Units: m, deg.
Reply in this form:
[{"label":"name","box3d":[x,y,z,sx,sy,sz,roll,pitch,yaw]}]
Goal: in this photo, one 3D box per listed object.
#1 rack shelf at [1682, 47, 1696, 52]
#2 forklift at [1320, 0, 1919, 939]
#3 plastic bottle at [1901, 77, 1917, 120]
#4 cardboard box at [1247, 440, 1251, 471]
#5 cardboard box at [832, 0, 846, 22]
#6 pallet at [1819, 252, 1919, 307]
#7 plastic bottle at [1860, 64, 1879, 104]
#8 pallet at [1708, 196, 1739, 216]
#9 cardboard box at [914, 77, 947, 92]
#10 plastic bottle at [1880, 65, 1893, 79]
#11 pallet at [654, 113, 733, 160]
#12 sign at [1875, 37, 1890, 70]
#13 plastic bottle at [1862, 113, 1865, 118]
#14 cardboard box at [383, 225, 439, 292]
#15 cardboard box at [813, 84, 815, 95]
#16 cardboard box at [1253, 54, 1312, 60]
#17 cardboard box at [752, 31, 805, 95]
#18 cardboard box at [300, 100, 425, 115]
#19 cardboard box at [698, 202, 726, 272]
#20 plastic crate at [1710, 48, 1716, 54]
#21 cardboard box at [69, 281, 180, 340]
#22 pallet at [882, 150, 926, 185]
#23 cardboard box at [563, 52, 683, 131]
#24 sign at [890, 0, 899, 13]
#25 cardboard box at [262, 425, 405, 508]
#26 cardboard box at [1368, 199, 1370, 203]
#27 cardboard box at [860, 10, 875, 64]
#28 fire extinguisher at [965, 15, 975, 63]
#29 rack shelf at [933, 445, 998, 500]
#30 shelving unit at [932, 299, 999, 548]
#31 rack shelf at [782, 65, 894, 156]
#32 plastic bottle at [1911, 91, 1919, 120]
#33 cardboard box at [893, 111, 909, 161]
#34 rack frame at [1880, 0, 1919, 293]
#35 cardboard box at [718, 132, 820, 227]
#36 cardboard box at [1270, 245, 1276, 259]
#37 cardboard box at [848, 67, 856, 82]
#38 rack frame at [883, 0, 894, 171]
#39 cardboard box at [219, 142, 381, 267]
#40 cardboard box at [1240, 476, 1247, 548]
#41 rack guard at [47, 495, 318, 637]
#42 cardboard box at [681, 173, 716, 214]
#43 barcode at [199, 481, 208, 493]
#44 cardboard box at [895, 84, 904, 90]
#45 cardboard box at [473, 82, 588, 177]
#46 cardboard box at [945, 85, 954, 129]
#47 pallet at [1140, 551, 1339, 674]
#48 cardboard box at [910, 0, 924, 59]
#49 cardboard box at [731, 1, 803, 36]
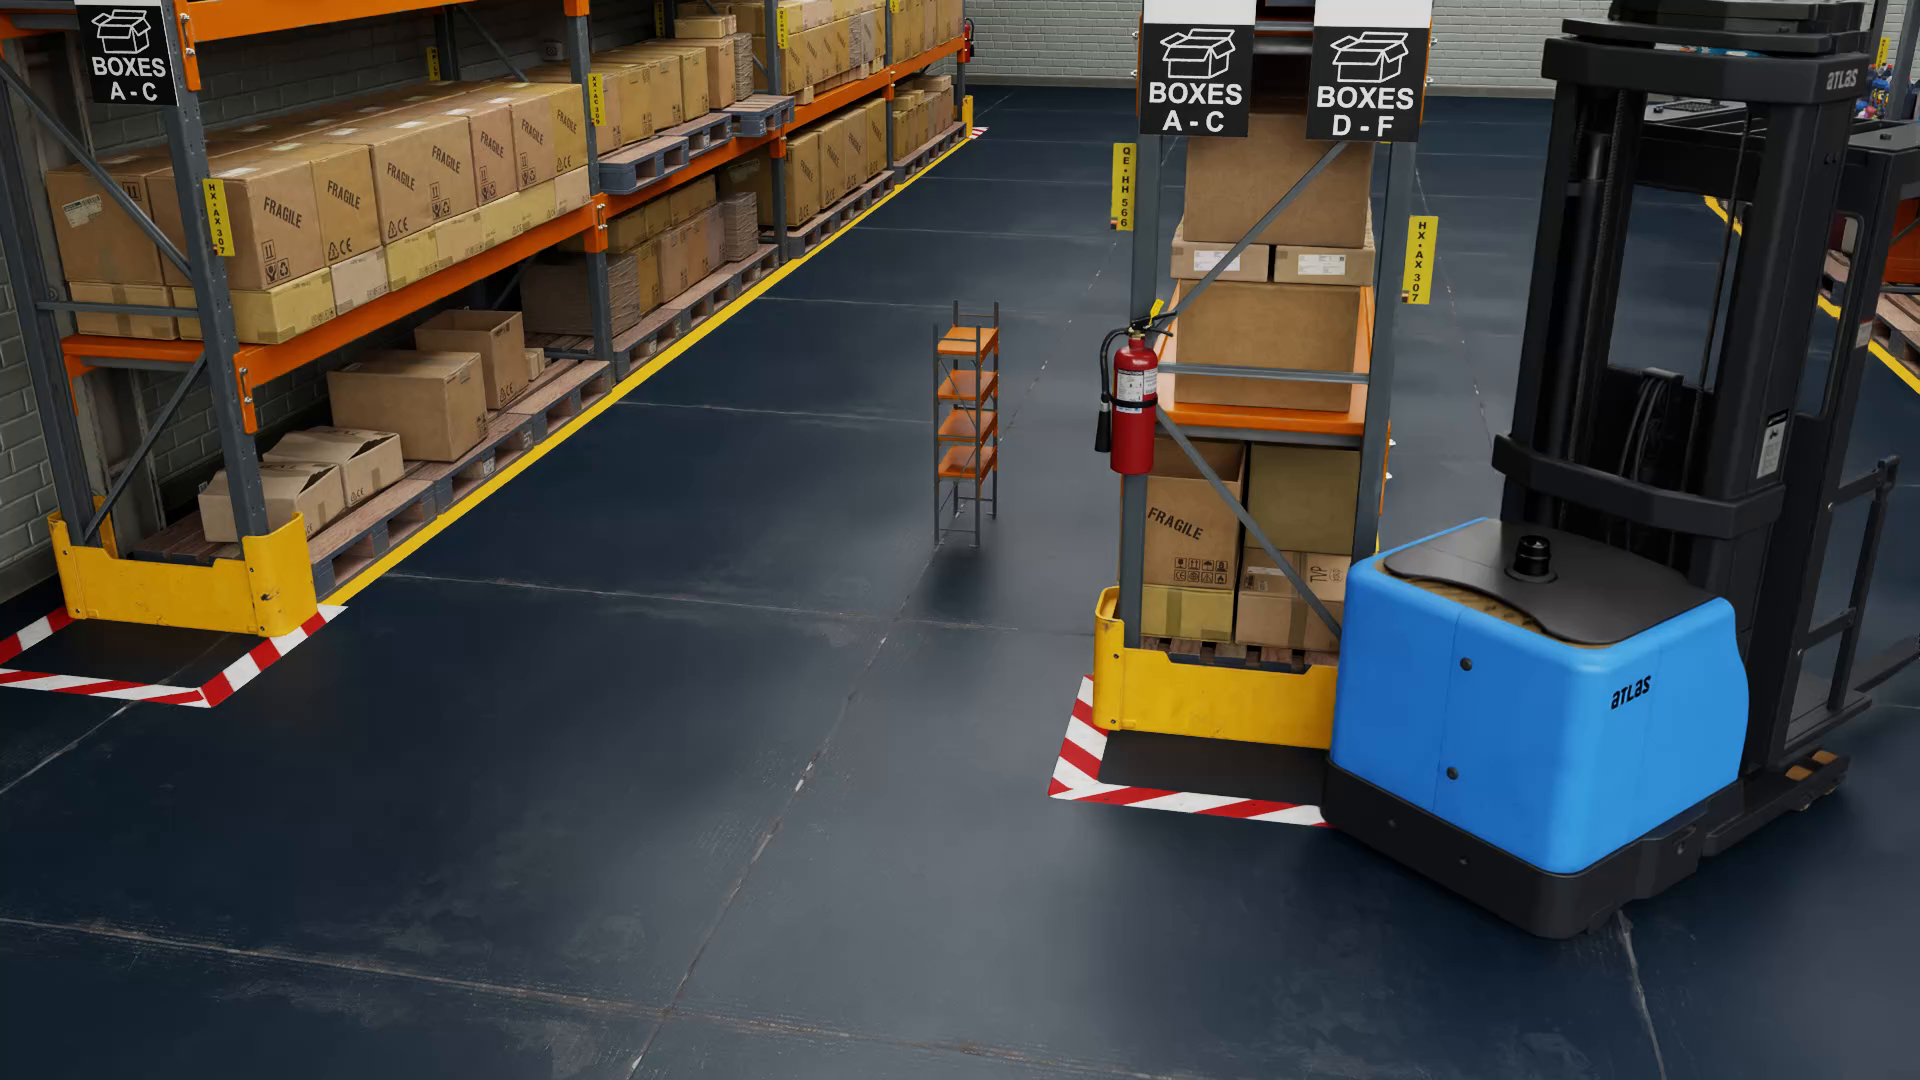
[{"label":"rack shelf","box3d":[8.858,-5.046,18.329,1.077,0.370,4.000,4,22,11]},{"label":"forklift","box3d":[2.808,-0.475,6.109,3.031,2.935,1.130,-16,27,-35]},{"label":"plastic bottle","box3d":[8.182,-3.823,14.398,0.144,0.351,0.185,4,22,11]},{"label":"cardboard box","box3d":[1.264,-0.674,8.626,0.500,0.500,0.500,4,22,11]},{"label":"cardboard box","box3d":[-1.414,-5.195,16.175,0.500,0.250,0.500,4,22,10]},{"label":"pallet","box3d":[7.754,-2.183,13.991,1.003,0.211,1.213,4,22,11]},{"label":"plastic bottle","box3d":[8.404,-4.207,15.351,0.144,0.351,0.185,4,22,11]},{"label":"pallet","box3d":[8.562,-3.626,17.575,1.003,0.211,1.213,4,22,11]},{"label":"cardboard box","box3d":[-0.376,-5.784,21.116,0.380,0.149,0.250,5,22,12]},{"label":"plastic bottle","box3d":[8.545,-4.196,15.324,0.144,0.351,0.185,4,22,11]},{"label":"pallet","box3d":[-2.428,-3.124,12.852,1.003,0.211,1.213,4,22,11]},{"label":"sign","box3d":[8.988,-4.734,16.221,0.100,0.325,0.005,4,22,11]},{"label":"plastic bottle","box3d":[7.387,-3.398,13.543,0.097,0.201,0.097,0,22,0]},{"label":"cardboard box","box3d":[-3.085,-1.485,8.700,0.500,0.250,0.500,4,22,10]},{"label":"cardboard box","box3d":[-1.599,-4.315,15.862,0.380,0.149,0.250,5,22,12]},{"label":"cardboard box","box3d":[1.680,-2.218,8.476,0.700,0.500,0.500,4,22,11]},{"label":"cardboard box","box3d":[-1.715,-4.292,14.936,0.500,0.500,0.500,5,22,13]},{"label":"cardboard box","box3d":[-3.397,-2.238,9.566,0.500,0.500,0.500,5,22,12]},{"label":"cardboard box","box3d":[-2.379,-2.538,13.897,0.700,0.500,0.500,4,22,11]},{"label":"plastic crate","box3d":[8.625,-5.514,18.674,0.416,0.233,0.300,4,22,11]},{"label":"cardboard box","box3d":[-3.791,-1.140,7.843,0.500,0.250,0.500,5,22,12]},{"label":"pallet","box3d":[-1.017,-4.382,19.451,1.003,0.211,1.213,4,22,11]},{"label":"cardboard box","box3d":[-2.519,-3.358,12.454,0.700,0.500,0.500,8,23,18]},{"label":"sign","box3d":[-0.715,-5.866,17.959,0.100,0.325,0.005,4,22,11]},{"label":"cardboard box","box3d":[-3.351,-0.426,8.906,0.500,0.311,0.500,6,23,15]},{"label":"cardboard box","box3d":[1.653,-1.490,7.536,0.380,0.149,0.250,4,22,9]},{"label":"cardboard box","box3d":[-1.190,-5.221,17.244,0.500,0.500,0.500,5,22,11]},{"label":"fire extinguisher","box3d":[0.050,-6.677,22.020,0.296,0.674,0.183,4,22,11]},{"label":"rack shelf","box3d":[0.034,-0.371,8.879,0.258,0.148,0.480,4,22,11]},{"label":"shelving unit","box3d":[0.034,-0.617,8.780,0.258,1.200,0.503,4,22,11]},{"label":"rack shelf","box3d":[-1.656,-4.338,16.572,1.077,0.370,4.000,4,22,11]},{"label":"plastic bottle","box3d":[8.322,-3.768,14.361,0.152,0.276,0.135,4,22,11]},{"label":"cardboard box","box3d":[-0.995,-4.704,19.302,0.700,0.500,0.500,5,22,12]},{"label":"rack frame","box3d":[7.634,-3.185,12.747,1.000,3.000,0.127,4,22,11]},{"label":"cardboard box","box3d":[-1.786,-3.397,15.588,0.750,0.750,0.750,4,22,10]},{"label":"cardboard box","box3d":[1.363,-1.047,7.303,0.700,0.500,0.500,5,22,12]},{"label":"cardboard box","box3d":[-1.277,-4.780,17.016,0.380,0.149,0.250,4,22,11]},{"label":"rack frame","box3d":[-1.248,-5.403,18.254,1.000,3.000,0.127,4,22,11]},{"label":"cardboard box","box3d":[-3.195,-1.634,8.065,0.500,0.500,0.500,5,22,11]},{"label":"cardboard box","box3d":[1.164,-0.143,8.312,0.500,0.250,0.500,4,22,11]},{"label":"rack guard","box3d":[-3.681,0.117,7.893,1.175,0.500,0.348,4,22,11]},{"label":"cardboard box","box3d":[-2.338,-2.862,13.697,0.500,0.250,0.500,5,22,12]},{"label":"barcode","box3d":[-3.856,-0.259,8.479,0.001,0.075,0.075,4,22,11]},{"label":"cardboard box","box3d":[-0.904,-5.536,20.499,0.380,0.149,0.250,5,22,11]},{"label":"cardboard box","box3d":[-2.674,-2.568,10.386,0.500,0.500,0.500,4,22,11]},{"label":"cardboard box","box3d":[-0.477,-5.638,21.620,0.700,0.500,0.500,4,22,11]},{"label":"pallet","box3d":[1.268,0.372,7.646,1.003,0.211,1.213,4,22,11]},{"label":"cardboard box","box3d":[-0.967,-6.006,19.349,0.980,0.700,0.700,4,22,10]},{"label":"cardboard box","box3d":[-1.714,-4.639,14.793,0.500,0.250,0.500,5,22,12]}]
